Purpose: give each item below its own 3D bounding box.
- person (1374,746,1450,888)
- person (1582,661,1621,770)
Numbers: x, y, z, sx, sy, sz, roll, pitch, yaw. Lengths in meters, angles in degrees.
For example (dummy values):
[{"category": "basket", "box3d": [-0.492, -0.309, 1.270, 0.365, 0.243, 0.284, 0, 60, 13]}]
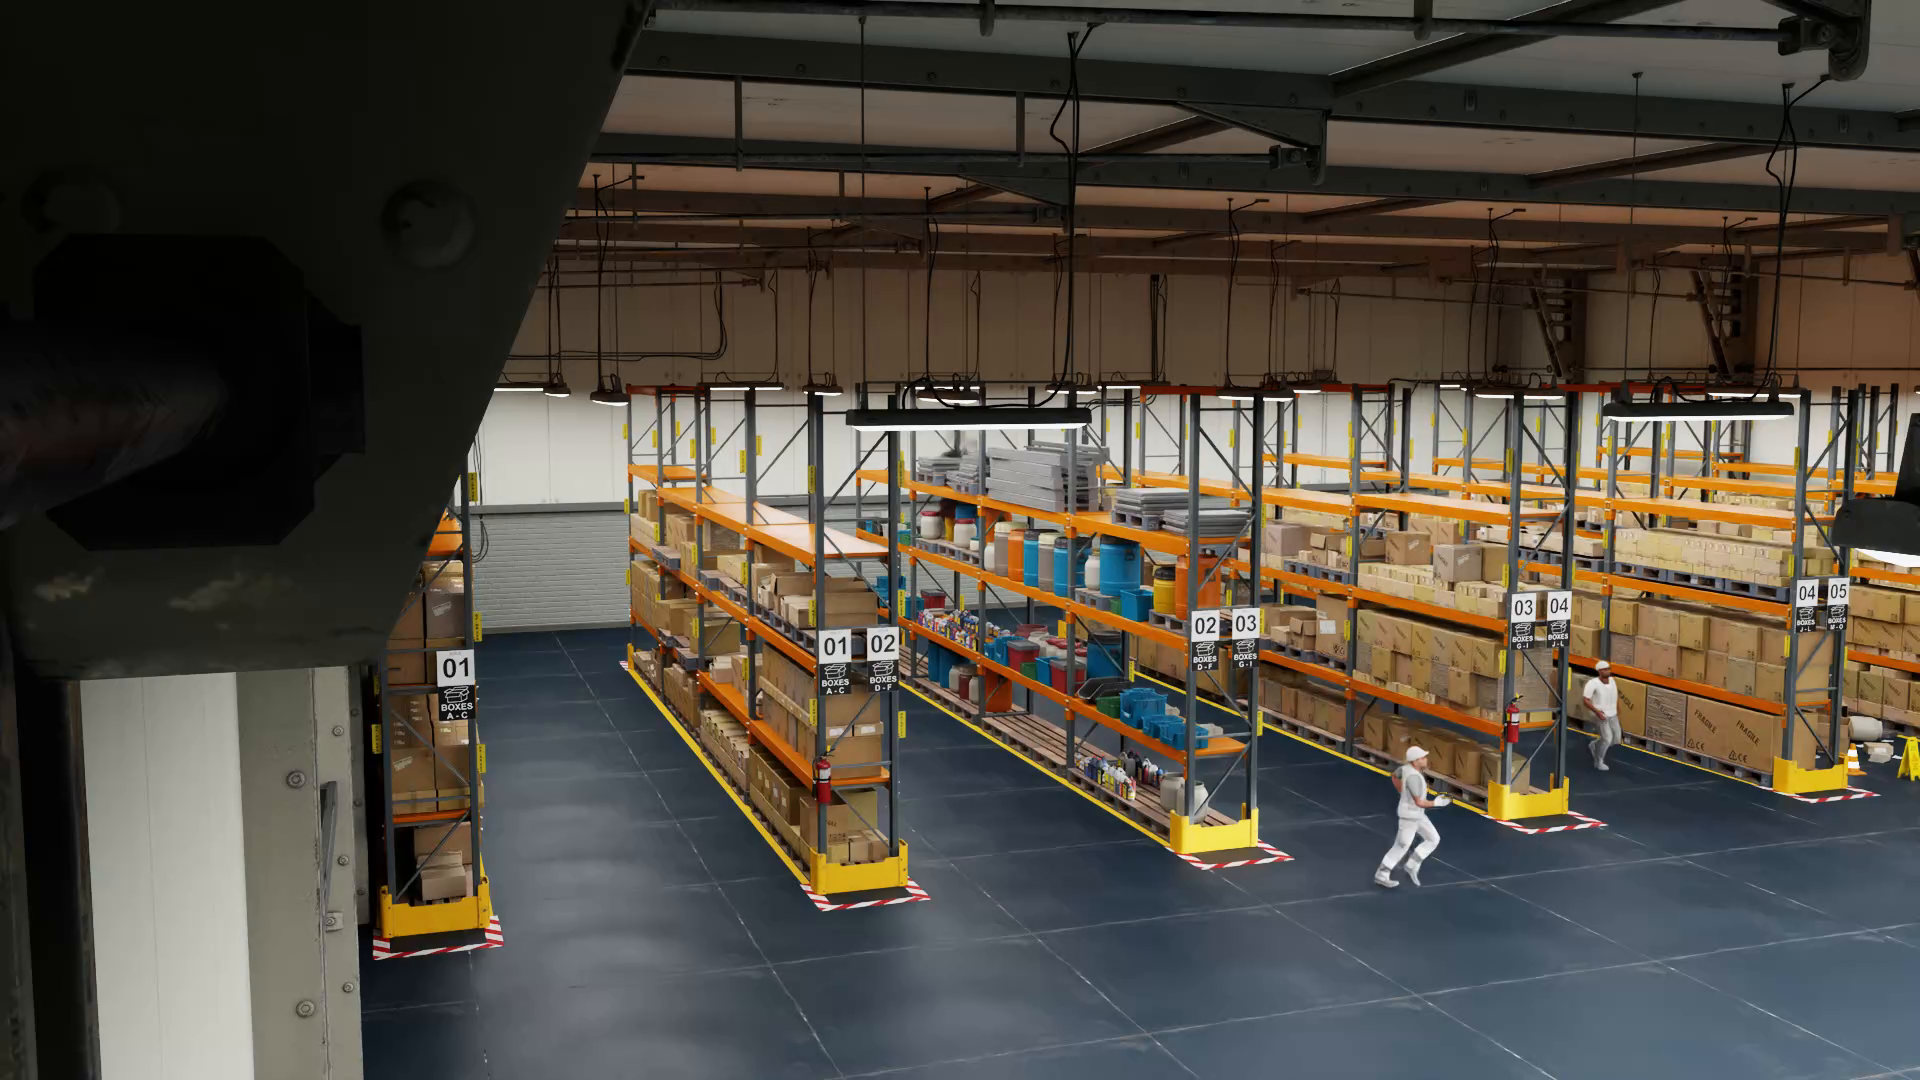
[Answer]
[{"category": "person", "box3d": [5.492, 3.353, 20.185, 0.858, 1.753, 0.681, 2, 6, 17]}, {"category": "person", "box3d": [10.174, 2.763, 26.324, 0.699, 1.728, 0.543, -3, 6, -25]}]
